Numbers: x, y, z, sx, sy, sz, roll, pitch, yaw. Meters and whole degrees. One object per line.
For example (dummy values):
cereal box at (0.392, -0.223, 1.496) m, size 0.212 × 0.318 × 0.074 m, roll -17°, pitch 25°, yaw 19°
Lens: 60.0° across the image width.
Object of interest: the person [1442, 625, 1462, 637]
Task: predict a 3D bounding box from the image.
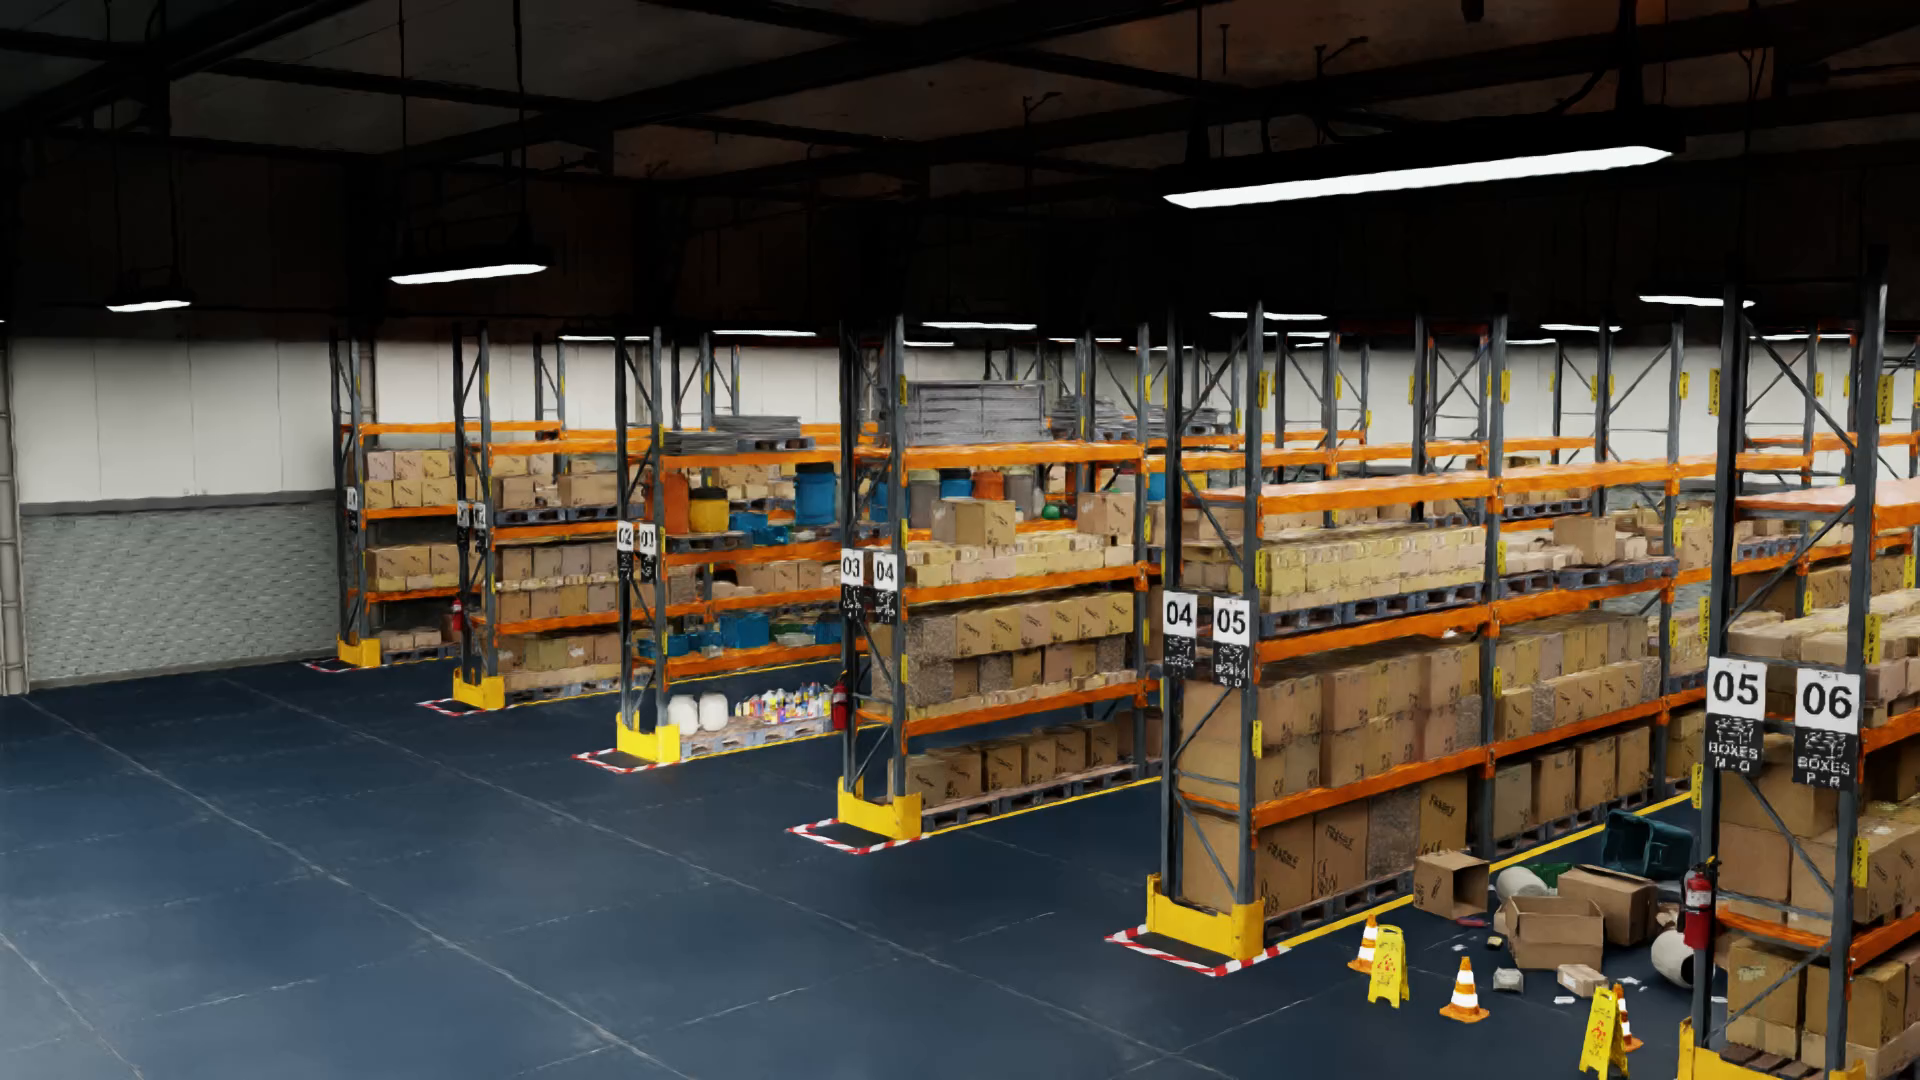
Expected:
person at (7.143, 1.905, 23.919) m, size 0.446 × 1.766 × 0.628 m, roll 2°, pitch 6°, yaw 17°

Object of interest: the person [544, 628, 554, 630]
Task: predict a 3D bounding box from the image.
person at (-7.543, 1.295, 30.421) m, size 0.651 × 1.722 × 0.805 m, roll 3°, pitch 7°, yaw 30°
